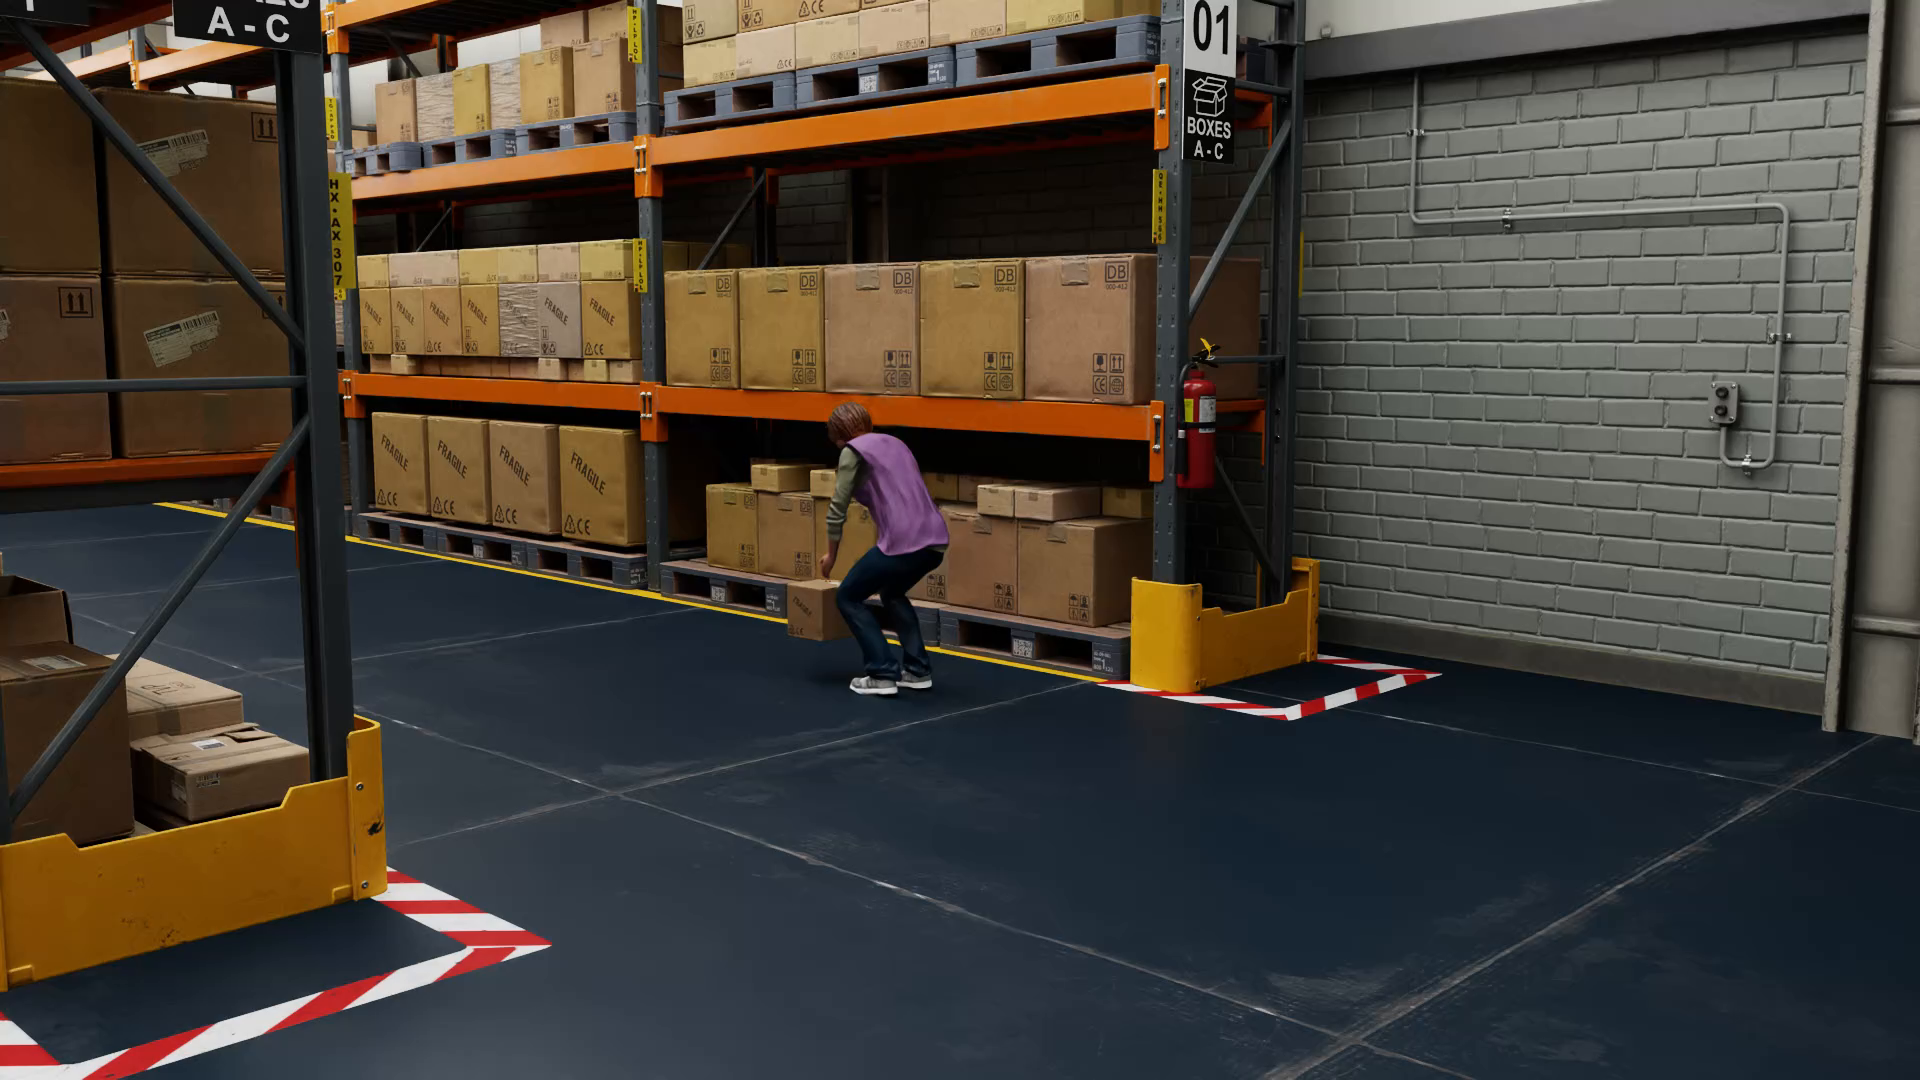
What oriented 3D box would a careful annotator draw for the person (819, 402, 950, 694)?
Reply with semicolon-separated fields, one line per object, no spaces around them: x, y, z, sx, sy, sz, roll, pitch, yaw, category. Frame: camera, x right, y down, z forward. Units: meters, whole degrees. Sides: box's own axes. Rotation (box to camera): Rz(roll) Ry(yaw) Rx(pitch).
-0.359;0.042;7.586;0.639;1.325;0.462;7;10;44;person
